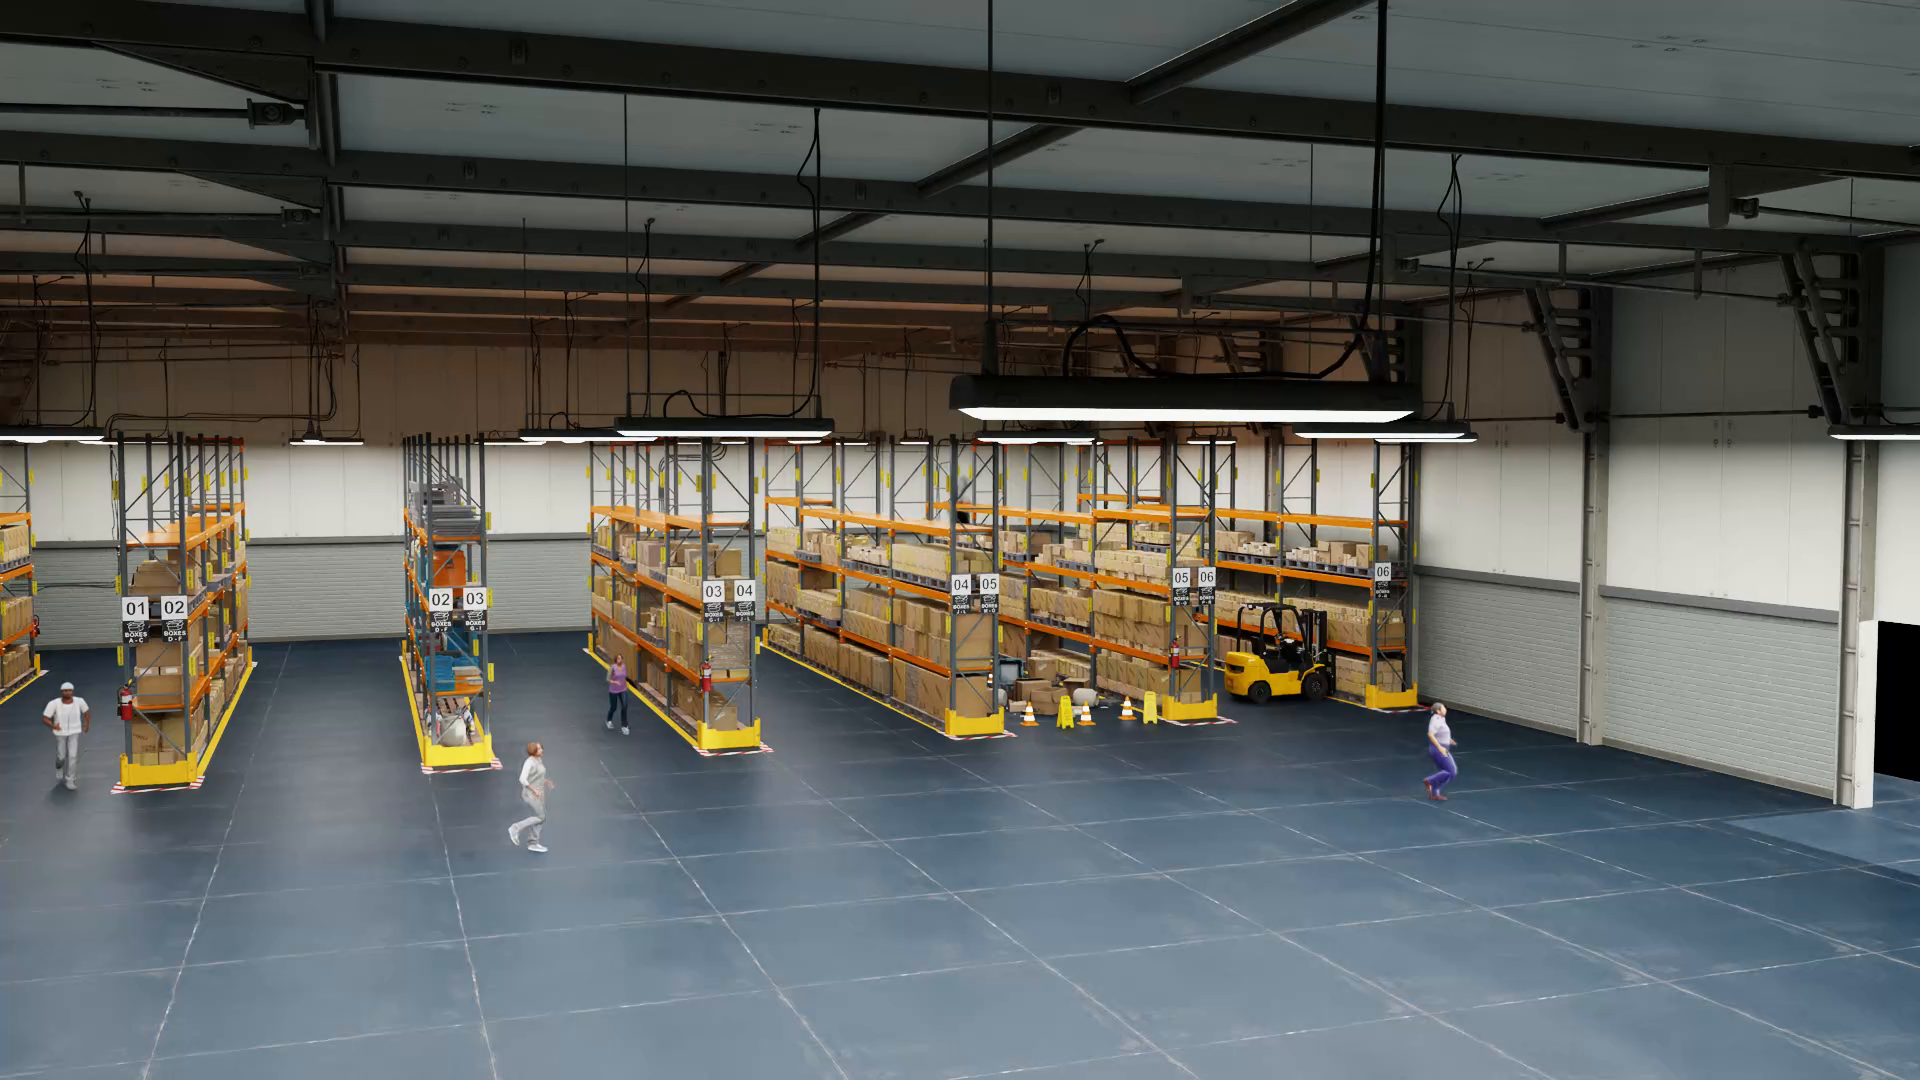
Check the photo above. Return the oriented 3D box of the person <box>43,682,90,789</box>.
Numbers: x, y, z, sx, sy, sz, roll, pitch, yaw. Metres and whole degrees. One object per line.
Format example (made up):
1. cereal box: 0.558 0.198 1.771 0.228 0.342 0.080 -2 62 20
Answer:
1. person: -15.131 3.286 28.184 0.727 1.772 0.824 -2 4 -35

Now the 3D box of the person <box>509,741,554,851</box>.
1. person: -6.090 3.641 23.633 0.586 1.572 0.532 0 3 1

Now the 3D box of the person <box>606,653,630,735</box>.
1. person: -6.903 3.067 33.443 0.509 1.616 0.842 -2 4 -32

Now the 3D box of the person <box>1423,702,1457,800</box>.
1. person: 7.789 3.430 26.982 0.547 1.603 0.607 1 3 11
